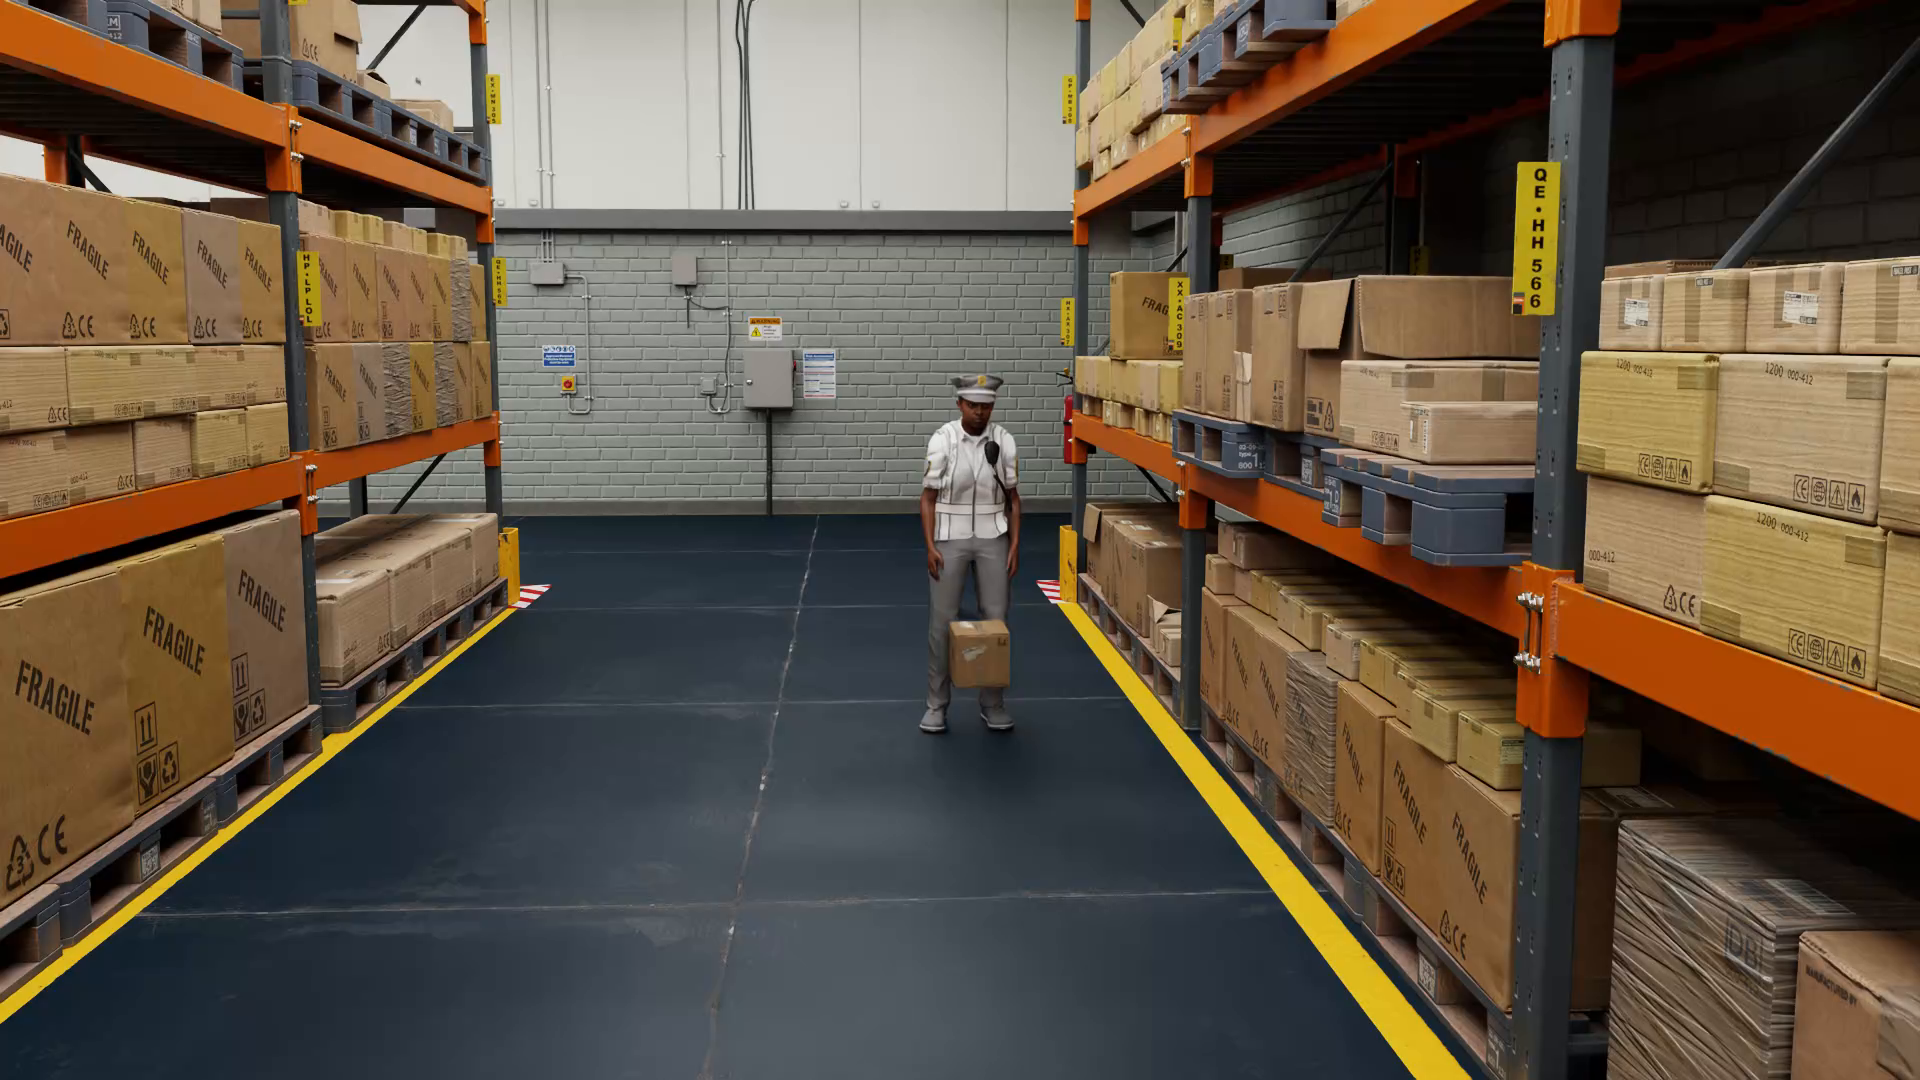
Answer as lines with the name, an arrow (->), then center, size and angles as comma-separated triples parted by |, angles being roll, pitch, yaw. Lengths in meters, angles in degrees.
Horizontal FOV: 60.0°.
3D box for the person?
person -> 0.045, 0.049, 7.821 | 0.497, 1.667, 0.372 | -1, 7, -8
